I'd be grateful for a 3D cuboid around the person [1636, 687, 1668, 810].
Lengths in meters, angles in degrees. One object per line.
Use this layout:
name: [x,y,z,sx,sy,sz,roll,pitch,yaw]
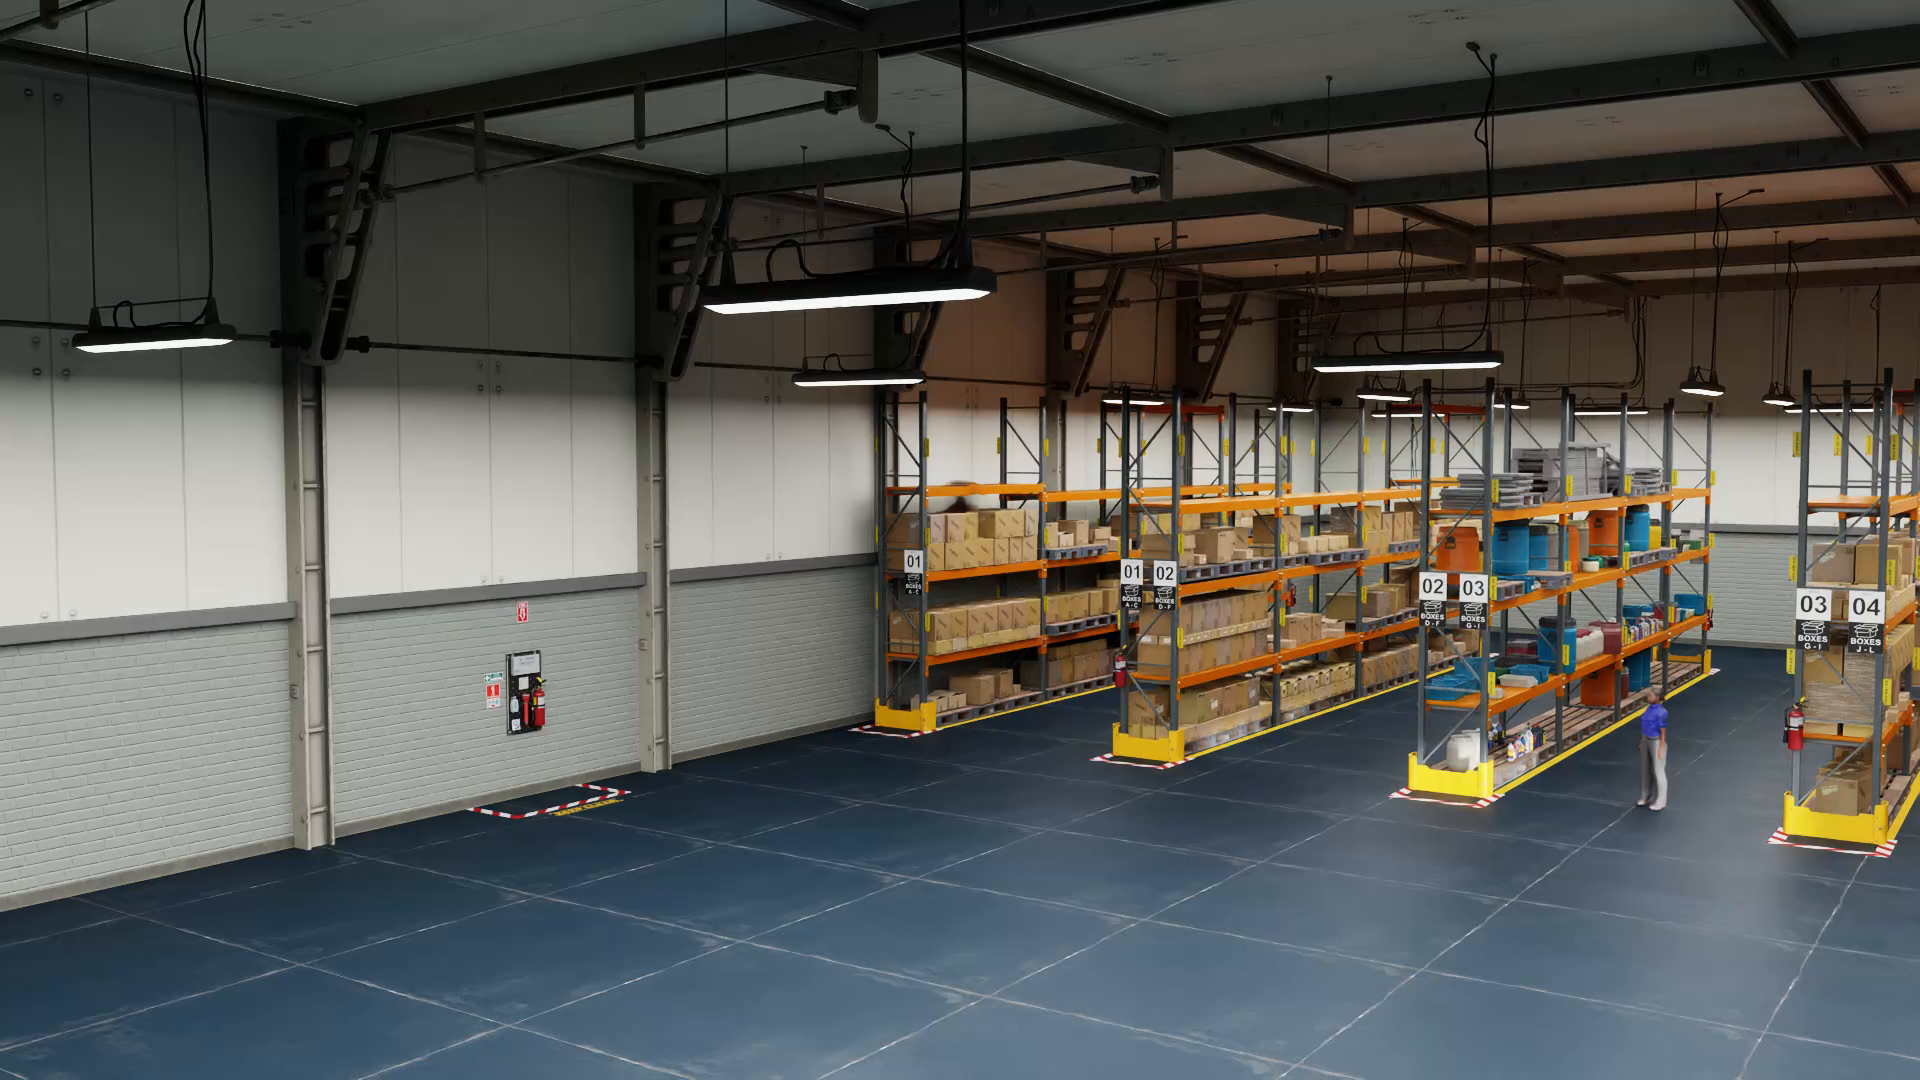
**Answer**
person: [9.643,2.883,23.162,0.337,1.665,0.482,-1,3,-17]
